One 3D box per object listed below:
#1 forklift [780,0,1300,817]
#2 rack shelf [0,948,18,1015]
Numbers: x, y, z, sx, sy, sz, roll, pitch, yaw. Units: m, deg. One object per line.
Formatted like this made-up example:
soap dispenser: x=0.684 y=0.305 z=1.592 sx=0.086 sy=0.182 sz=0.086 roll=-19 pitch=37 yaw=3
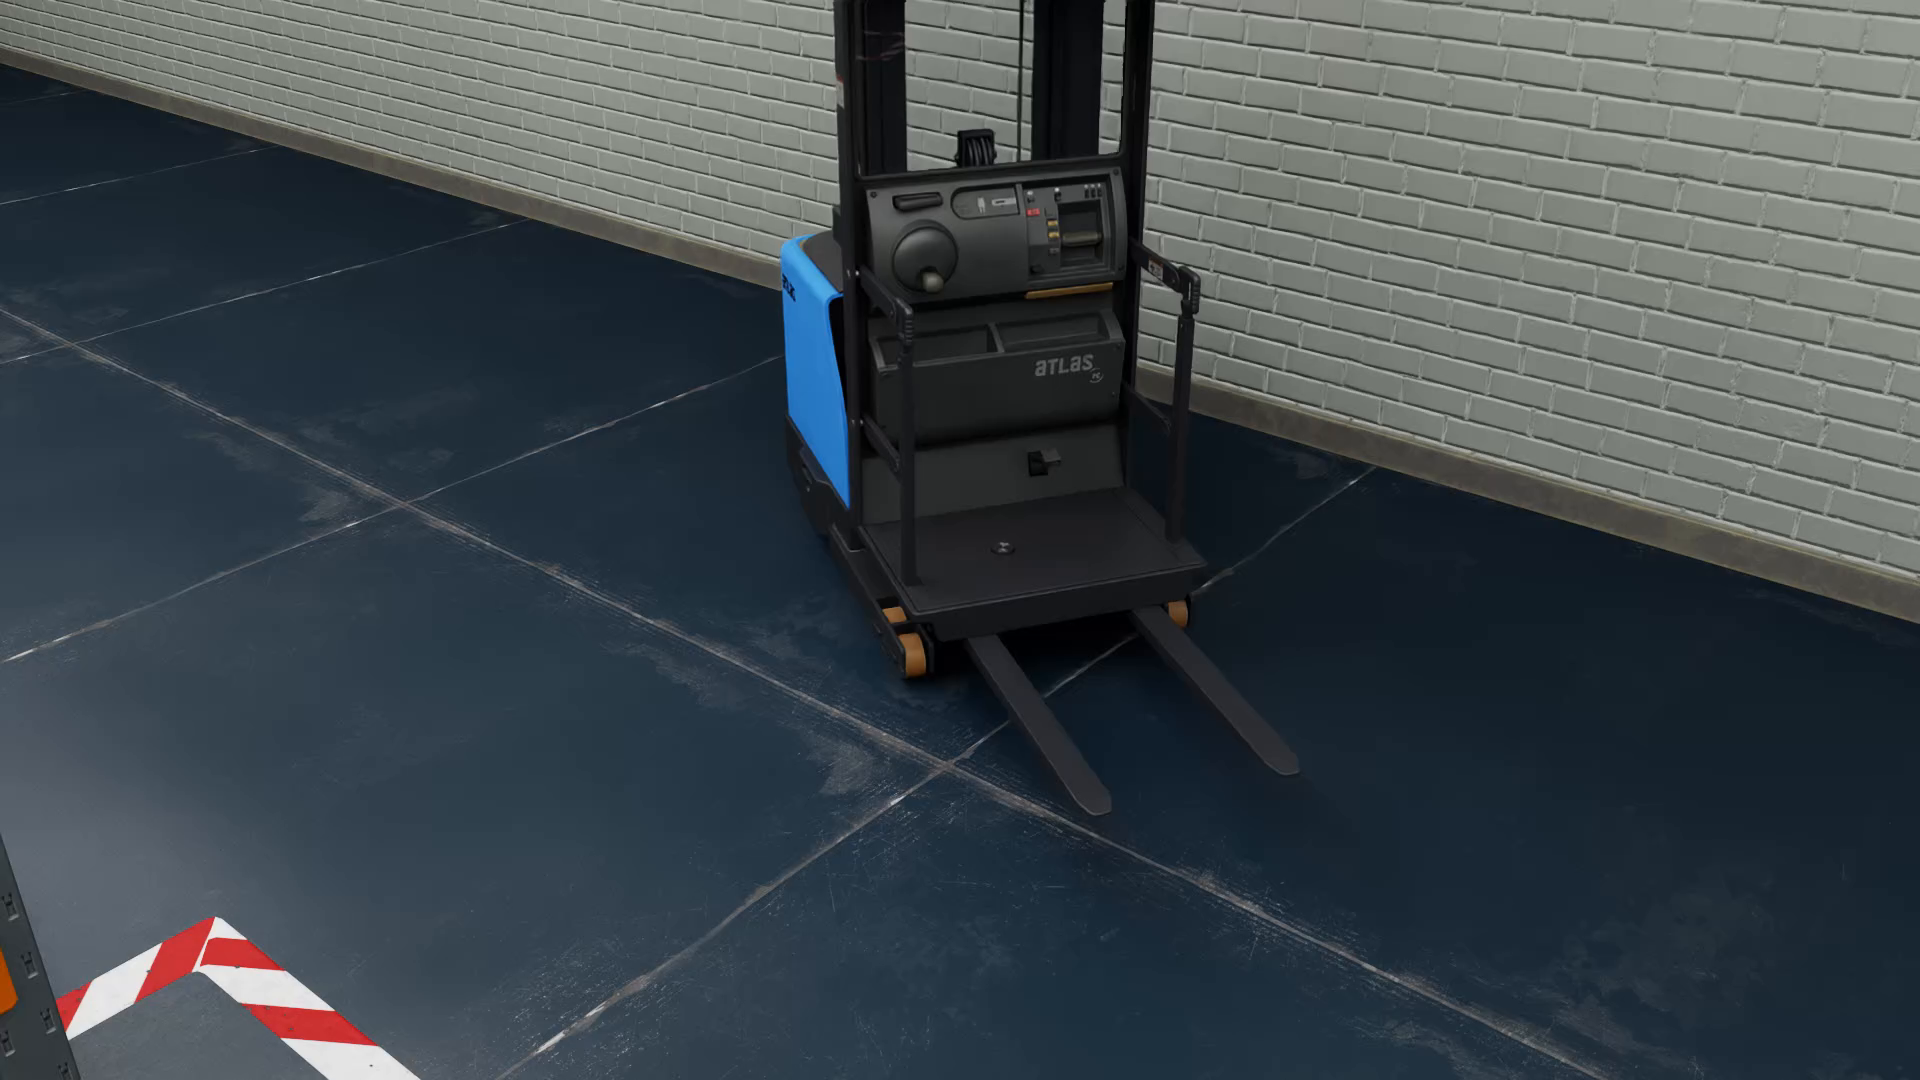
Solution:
forklift: x=0.206 y=-1.024 z=5.539 sx=1.130 sy=2.935 sz=3.031 roll=-9 pitch=29 yaw=-17
rack shelf: x=-3.383 y=1.242 z=1.867 sx=1.077 sy=0.370 sz=4.000 roll=21 pitch=34 yaw=34
